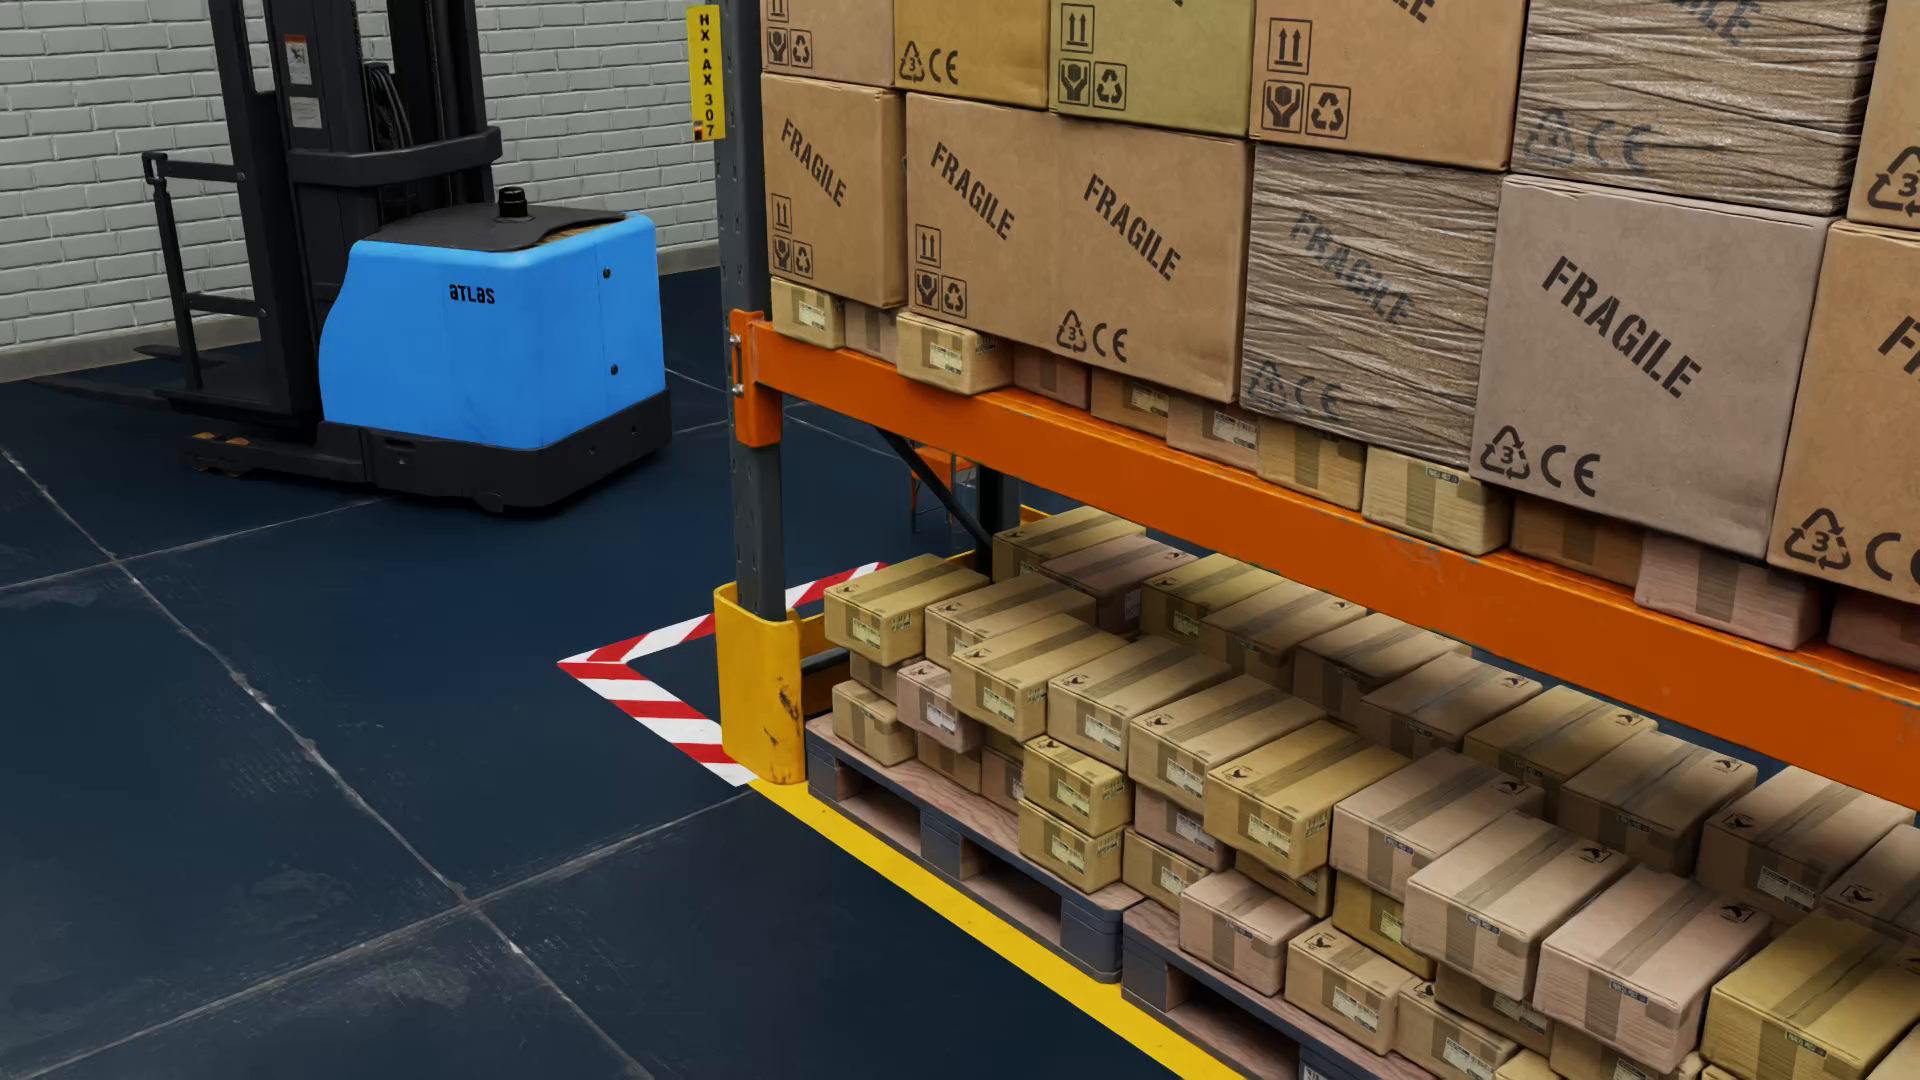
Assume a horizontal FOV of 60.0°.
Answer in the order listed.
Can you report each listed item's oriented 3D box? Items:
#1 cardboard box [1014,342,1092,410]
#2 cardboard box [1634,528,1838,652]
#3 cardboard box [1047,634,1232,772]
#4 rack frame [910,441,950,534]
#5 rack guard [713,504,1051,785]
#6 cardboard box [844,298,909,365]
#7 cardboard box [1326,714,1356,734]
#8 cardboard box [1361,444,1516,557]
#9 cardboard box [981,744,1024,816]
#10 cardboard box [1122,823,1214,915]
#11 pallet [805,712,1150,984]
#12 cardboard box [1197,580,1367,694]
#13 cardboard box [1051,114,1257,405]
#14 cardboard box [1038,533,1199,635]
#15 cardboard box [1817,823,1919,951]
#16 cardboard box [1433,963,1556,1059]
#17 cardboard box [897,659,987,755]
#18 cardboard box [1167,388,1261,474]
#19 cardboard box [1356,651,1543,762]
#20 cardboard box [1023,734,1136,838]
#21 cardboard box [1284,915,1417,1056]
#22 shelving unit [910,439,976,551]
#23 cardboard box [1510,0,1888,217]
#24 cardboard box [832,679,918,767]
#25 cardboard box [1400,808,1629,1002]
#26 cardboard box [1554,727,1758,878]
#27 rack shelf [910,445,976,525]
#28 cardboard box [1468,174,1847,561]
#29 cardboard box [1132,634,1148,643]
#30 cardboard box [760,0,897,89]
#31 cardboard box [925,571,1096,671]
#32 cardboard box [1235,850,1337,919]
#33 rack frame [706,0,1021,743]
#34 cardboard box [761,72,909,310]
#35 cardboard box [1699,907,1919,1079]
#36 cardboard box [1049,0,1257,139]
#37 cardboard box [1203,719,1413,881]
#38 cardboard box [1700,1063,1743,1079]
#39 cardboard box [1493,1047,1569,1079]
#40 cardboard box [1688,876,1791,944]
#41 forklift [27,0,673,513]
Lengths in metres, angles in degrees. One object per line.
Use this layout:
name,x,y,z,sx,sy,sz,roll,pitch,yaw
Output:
cardboard box,0.345,-0.428,3.809,0.380,0.149,0.250,-16,26,-35
cardboard box,1.294,0.021,2.661,0.380,0.149,0.250,-19,28,-40
cardboard box,0.424,0.378,3.924,0.380,0.149,0.250,-19,28,-40
rack frame,-0.115,-0.537,6.416,0.200,1.050,0.008,-17,27,-37
rack guard,-0.174,0.286,5.069,1.175,0.500,0.348,-17,27,-37
cardboard box,-0.063,-0.554,4.131,0.380,0.149,0.250,-16,27,-36
cardboard box,1.025,0.455,4.134,0.380,0.149,0.250,-17,27,-37
cardboard box,0.949,-0.115,3.010,0.380,0.149,0.250,-17,27,-36
cardboard box,0.276,0.573,4.240,0.380,0.149,0.250,-17,27,-37
cardboard box,0.599,0.718,3.871,0.380,0.149,0.250,-17,27,-37
pallet,0.329,0.653,4.527,1.003,0.211,1.213,-17,27,-37
cardboard box,0.821,0.253,4.244,0.380,0.149,0.250,-19,28,-39
cardboard box,0.539,-0.614,3.395,0.500,0.500,0.500,-17,27,-37
cardboard box,0.434,0.125,4.570,0.380,0.149,0.250,-17,27,-36
cardboard box,1.795,0.701,3.098,0.380,0.149,0.250,-18,28,-39
cardboard box,1.136,0.809,3.231,0.380,0.149,0.250,-19,28,-40
cardboard box,0.060,0.389,4.303,0.380,0.149,0.250,-18,27,-38
cardboard box,0.643,-0.273,3.411,0.380,0.149,0.250,-18,28,-38
cardboard box,1.126,0.413,3.835,0.380,0.149,0.250,-19,28,-39
cardboard box,0.372,0.532,3.937,0.380,0.149,0.250,-16,27,-36
cardboard box,0.896,0.878,3.463,0.380,0.149,0.250,-17,27,-37
shelving unit,-0.035,-0.504,6.330,0.215,1.050,0.252,-17,27,-37
cardboard box,1.211,-0.797,2.489,0.500,0.500,0.500,-17,27,-36
cardboard box,-0.124,0.454,4.546,0.380,0.149,0.250,-17,27,-36
cardboard box,1.051,0.682,3.148,0.380,0.149,0.250,-19,28,-39
cardboard box,1.450,0.556,3.469,0.380,0.149,0.250,-19,28,-40
rack shelf,-0.035,-0.235,6.436,0.215,0.259,0.240,-17,27,-37
cardboard box,1.196,-0.327,2.661,0.500,0.500,0.500,-18,27,-38
cardboard box,0.678,0.315,4.492,0.380,0.149,0.250,-19,28,-40
cardboard box,-0.132,-1.363,3.934,0.500,0.500,0.500,-18,27,-38
cardboard box,0.132,0.229,4.304,0.380,0.149,0.250,-17,27,-36
cardboard box,0.825,0.648,3.642,0.380,0.149,0.250,-16,26,-35
rack frame,-0.224,-0.899,4.667,1.000,3.000,0.127,-17,27,-37
cardboard box,-0.140,-0.895,4.110,0.500,0.500,0.500,-16,26,-35
cardboard box,1.483,0.806,2.831,0.380,0.149,0.250,-16,27,-36
cardboard box,0.525,-1.076,3.202,0.500,0.500,0.500,-18,28,-39
cardboard box,0.735,0.540,3.509,0.380,0.149,0.250,-17,27,-37
cardboard box,1.477,0.954,2.862,0.380,0.149,0.250,-17,27,-37
cardboard box,1.198,1.025,3.088,0.380,0.149,0.250,-18,27,-38
cardboard box,1.638,0.759,3.359,0.380,0.149,0.250,-16,26,-35
forklift,-2.851,-1.805,7.075,3.031,2.935,1.130,9,23,21
